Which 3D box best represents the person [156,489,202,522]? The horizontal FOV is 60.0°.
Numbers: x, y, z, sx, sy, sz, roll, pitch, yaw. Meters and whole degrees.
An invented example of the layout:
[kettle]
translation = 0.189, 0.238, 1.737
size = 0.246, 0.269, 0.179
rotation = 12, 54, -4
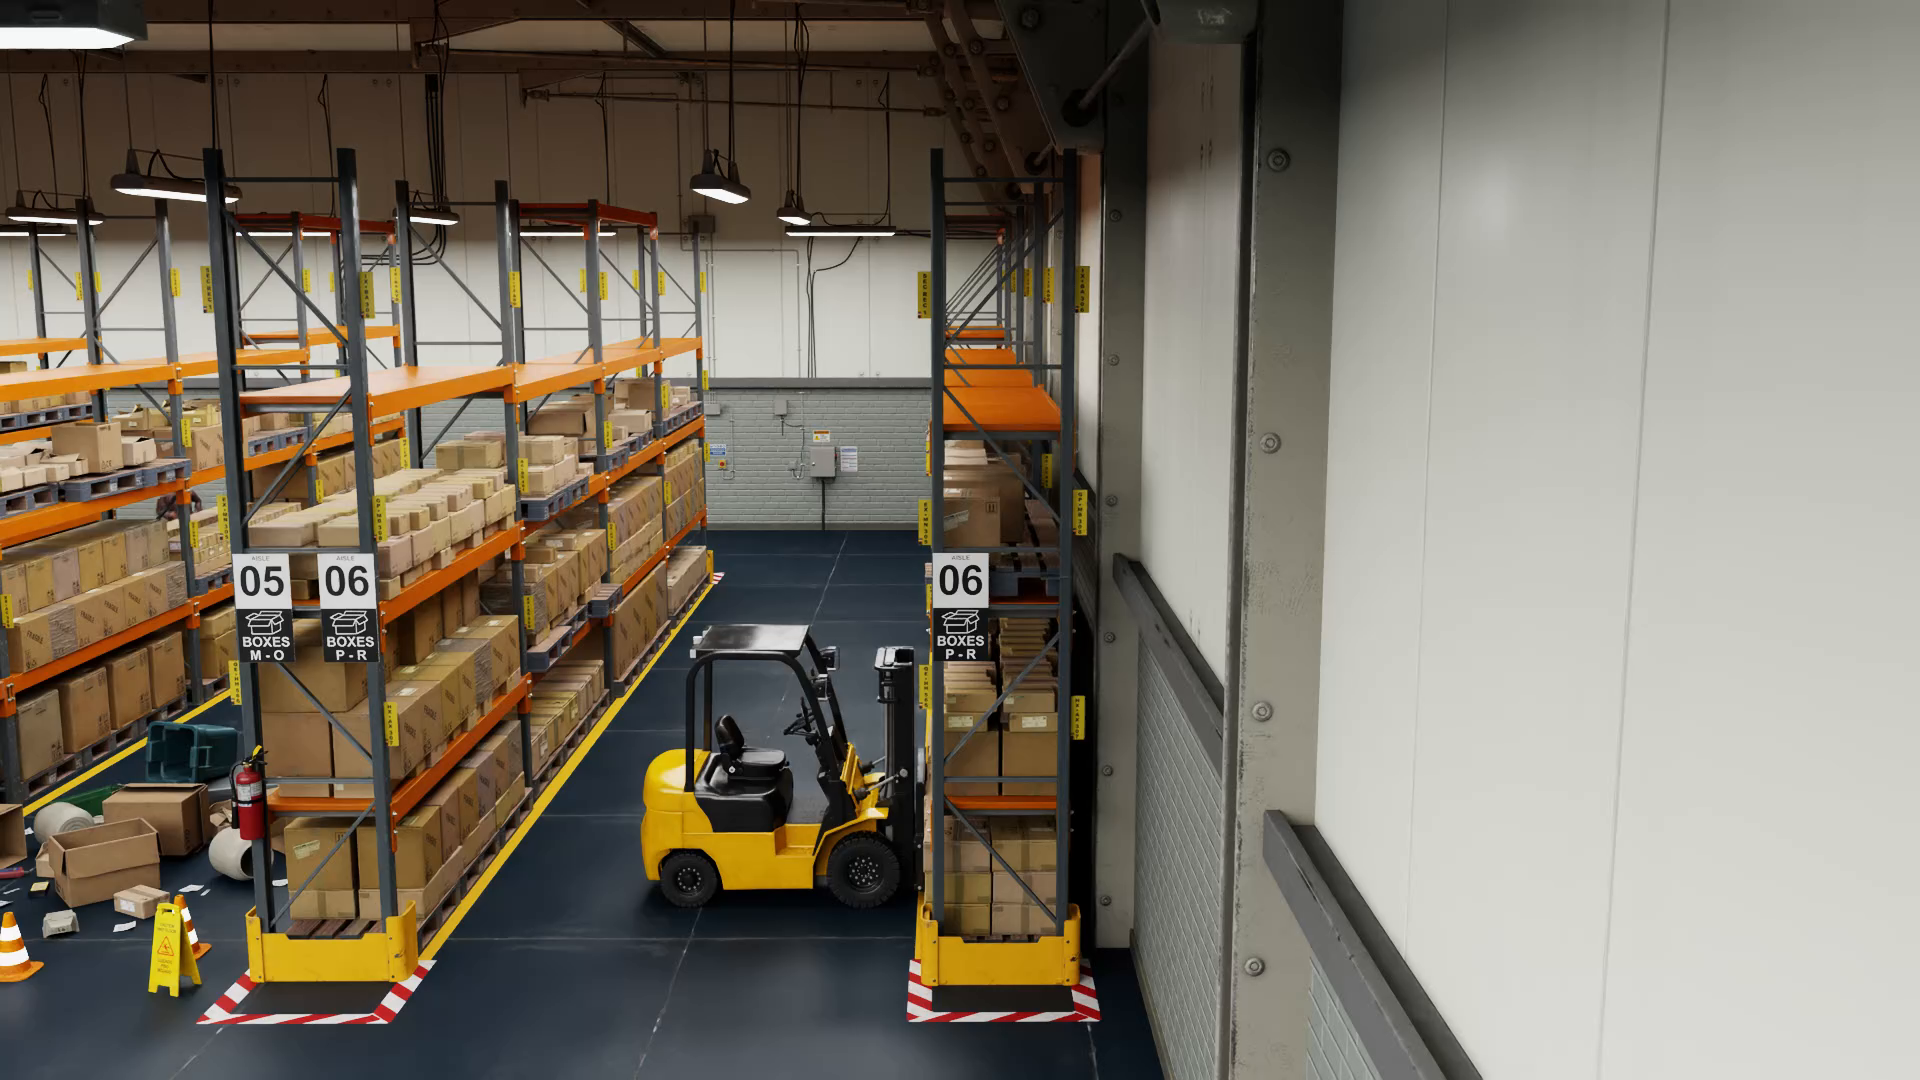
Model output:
[person]
translation = -13.230, -0.189, 28.208
size = 0.667, 1.825, 0.836
rotation = -3, 9, -15
